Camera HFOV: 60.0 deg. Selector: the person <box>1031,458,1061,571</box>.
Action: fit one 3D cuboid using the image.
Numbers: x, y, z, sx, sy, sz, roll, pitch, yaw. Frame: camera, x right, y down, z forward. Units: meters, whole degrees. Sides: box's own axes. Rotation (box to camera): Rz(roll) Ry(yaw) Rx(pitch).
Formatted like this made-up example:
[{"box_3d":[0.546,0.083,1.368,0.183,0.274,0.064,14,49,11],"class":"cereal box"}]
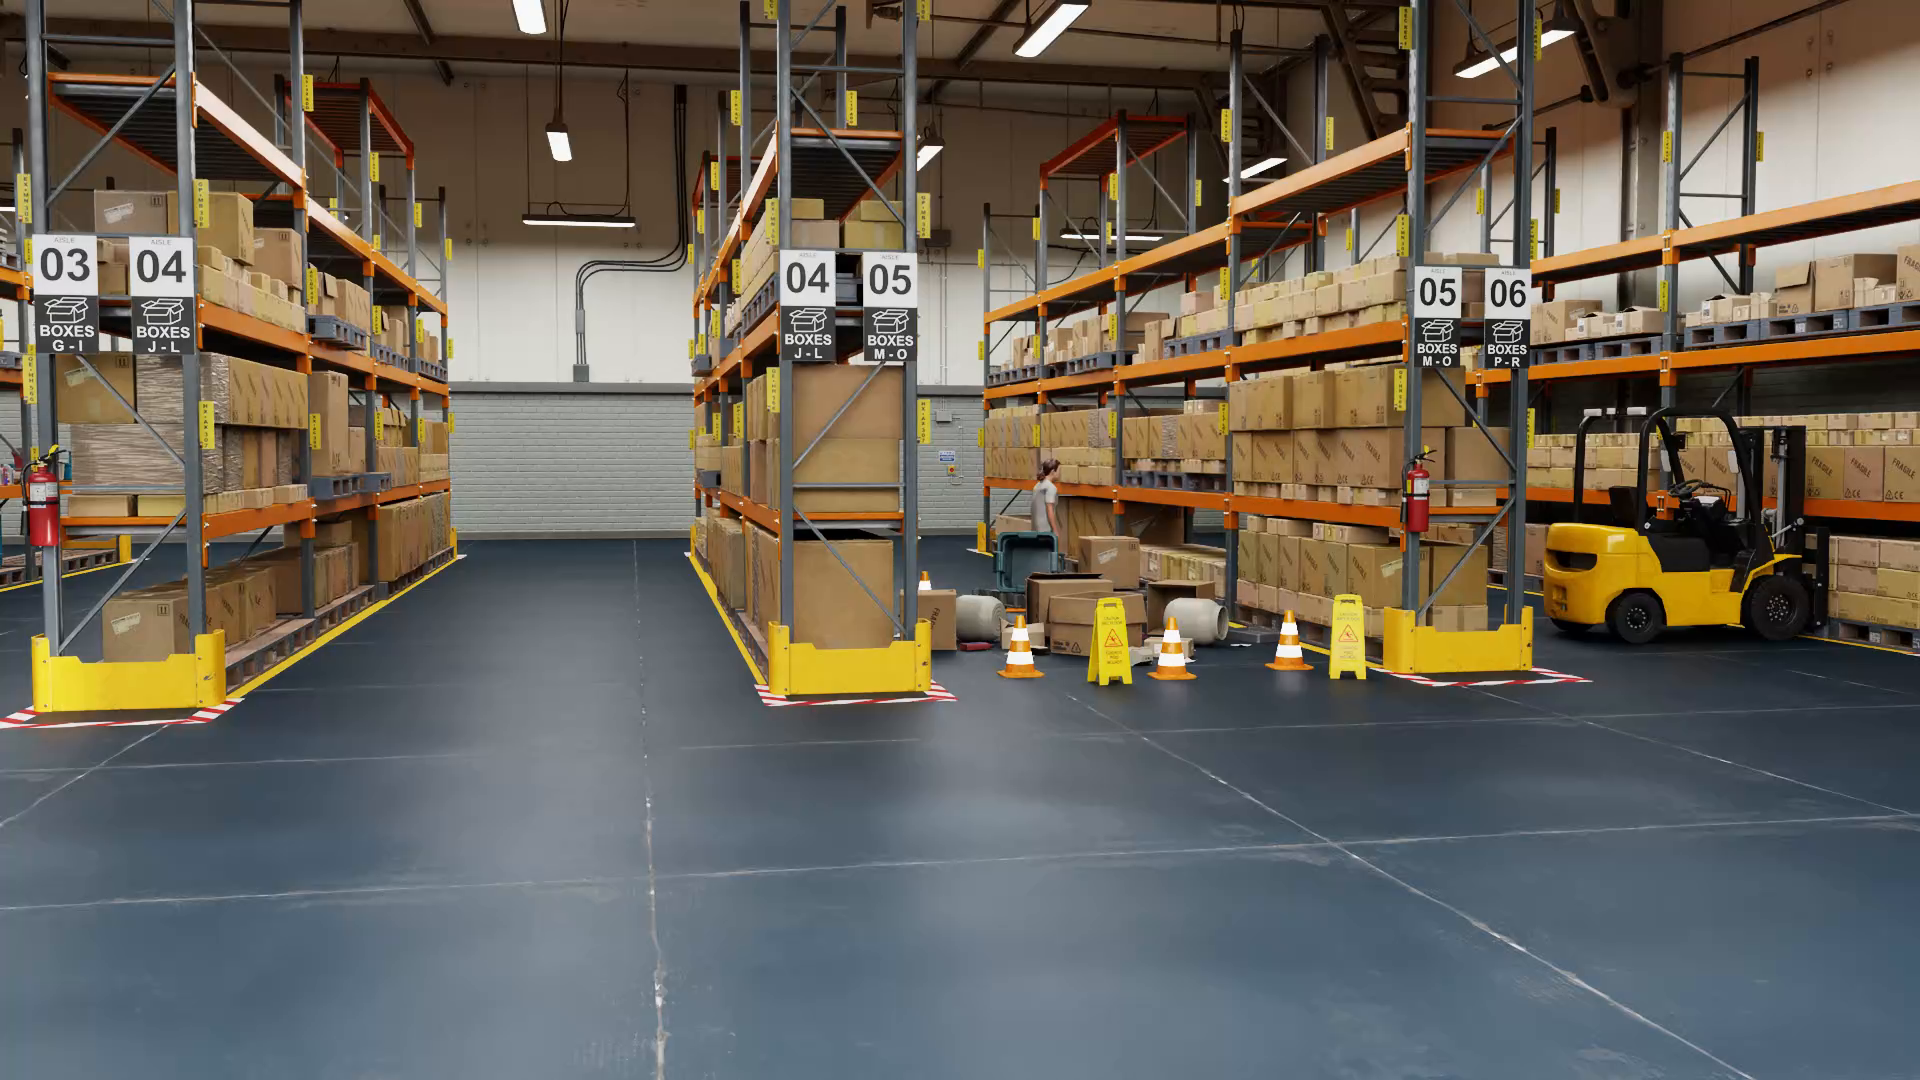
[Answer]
[{"box_3d":[0.977,-0.072,18.487,0.357,1.672,0.514,-1,3,-15],"class":"person"}]
